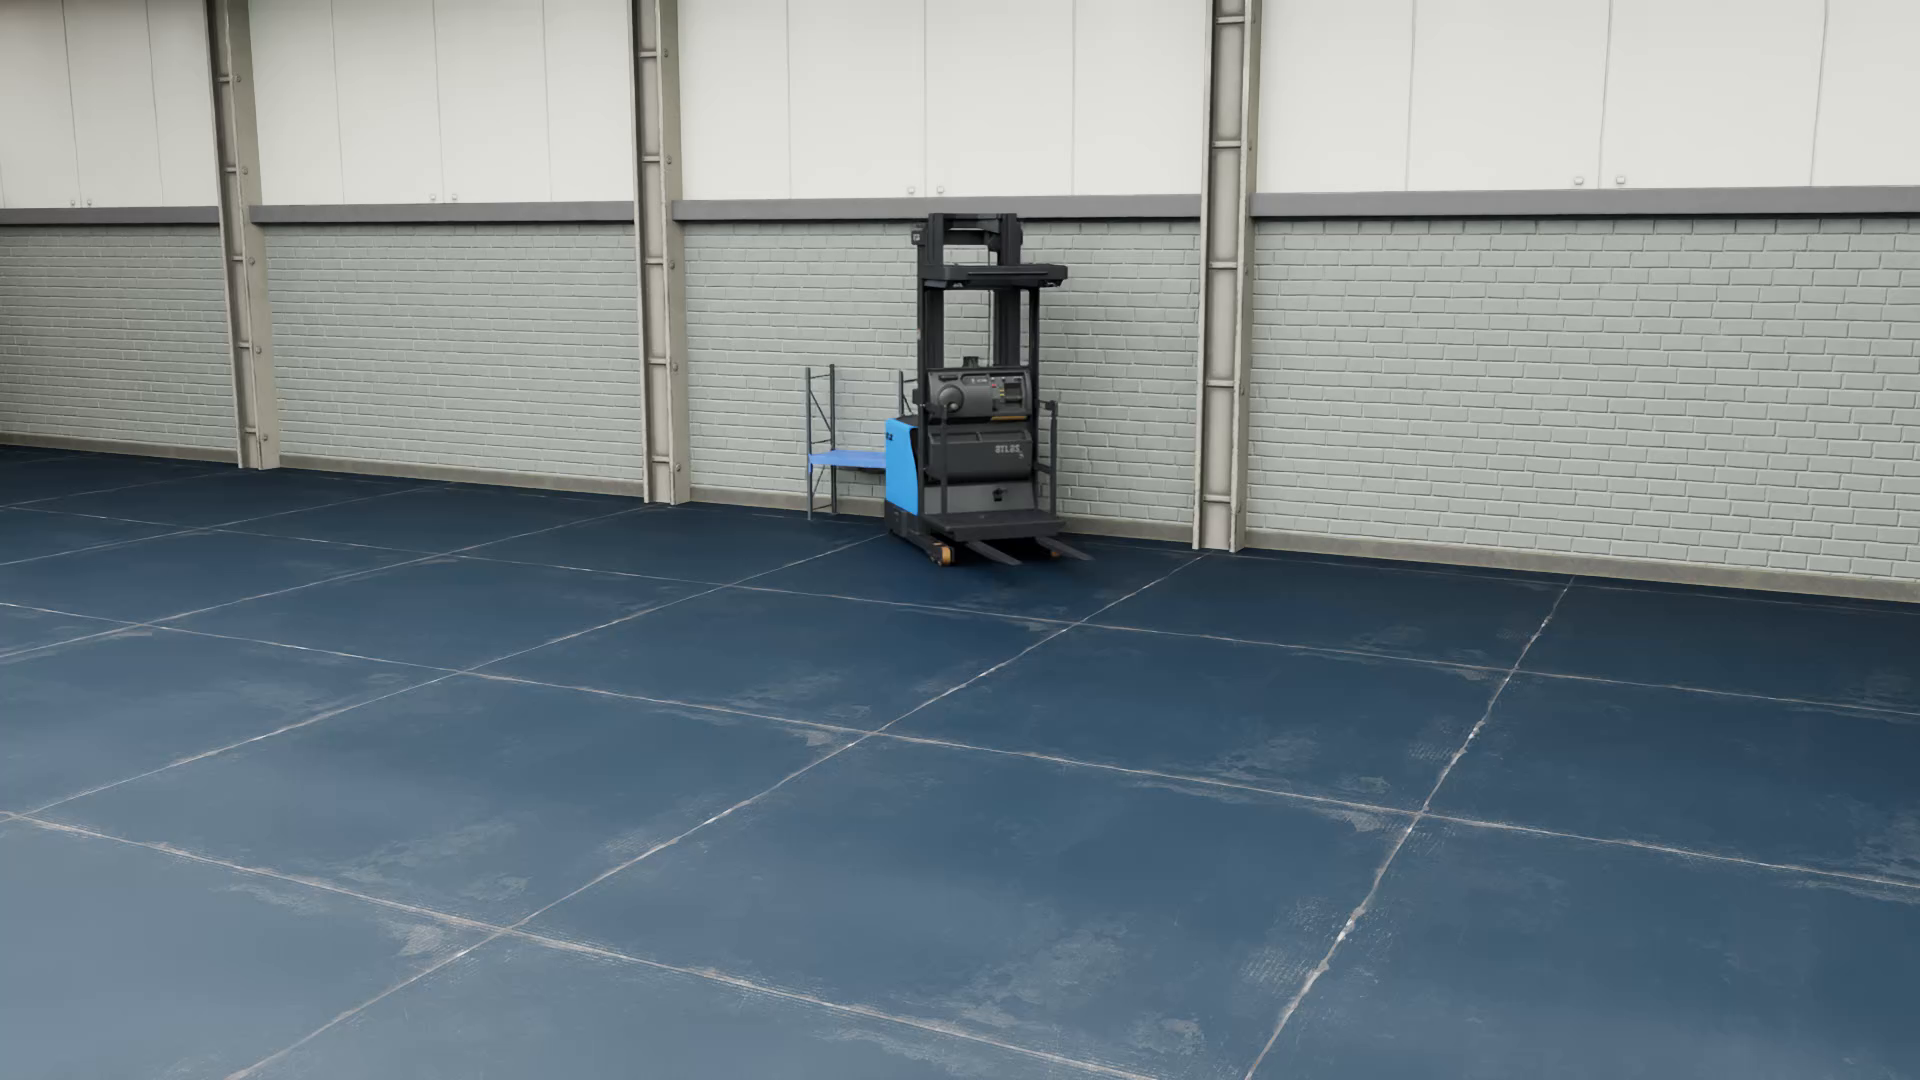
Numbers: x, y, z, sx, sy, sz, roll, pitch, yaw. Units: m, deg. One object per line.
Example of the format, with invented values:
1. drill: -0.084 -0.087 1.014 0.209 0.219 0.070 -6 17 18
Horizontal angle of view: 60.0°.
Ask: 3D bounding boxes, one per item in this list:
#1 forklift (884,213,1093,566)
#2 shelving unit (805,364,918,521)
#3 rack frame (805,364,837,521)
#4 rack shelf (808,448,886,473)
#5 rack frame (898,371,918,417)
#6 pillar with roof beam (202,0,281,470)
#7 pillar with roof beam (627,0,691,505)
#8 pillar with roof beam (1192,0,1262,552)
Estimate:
1. forklift: 0.245 -1.305 14.212 1.130 2.935 3.031 -3 11 -19
2. shelving unit: -0.908 -0.921 16.109 1.048 1.500 0.538 5 11 26
3. rack frame: -1.364 -0.961 16.331 0.032 1.500 0.500 5 11 26
4. rack shelf: -0.908 -0.744 16.141 1.000 0.185 0.538 5 11 26
5. rack frame: -0.452 -0.881 15.888 0.032 1.500 0.500 5 11 26
6. pillar with roof beam: -10.354 -4.619 15.482 0.400 9.000 9.100 5 11 26
7. pillar with roof beam: -4.974 -4.146 12.869 0.400 9.000 9.100 5 11 26
8. pillar with roof beam: 0.407 -3.673 10.257 0.400 9.000 9.100 5 11 26
